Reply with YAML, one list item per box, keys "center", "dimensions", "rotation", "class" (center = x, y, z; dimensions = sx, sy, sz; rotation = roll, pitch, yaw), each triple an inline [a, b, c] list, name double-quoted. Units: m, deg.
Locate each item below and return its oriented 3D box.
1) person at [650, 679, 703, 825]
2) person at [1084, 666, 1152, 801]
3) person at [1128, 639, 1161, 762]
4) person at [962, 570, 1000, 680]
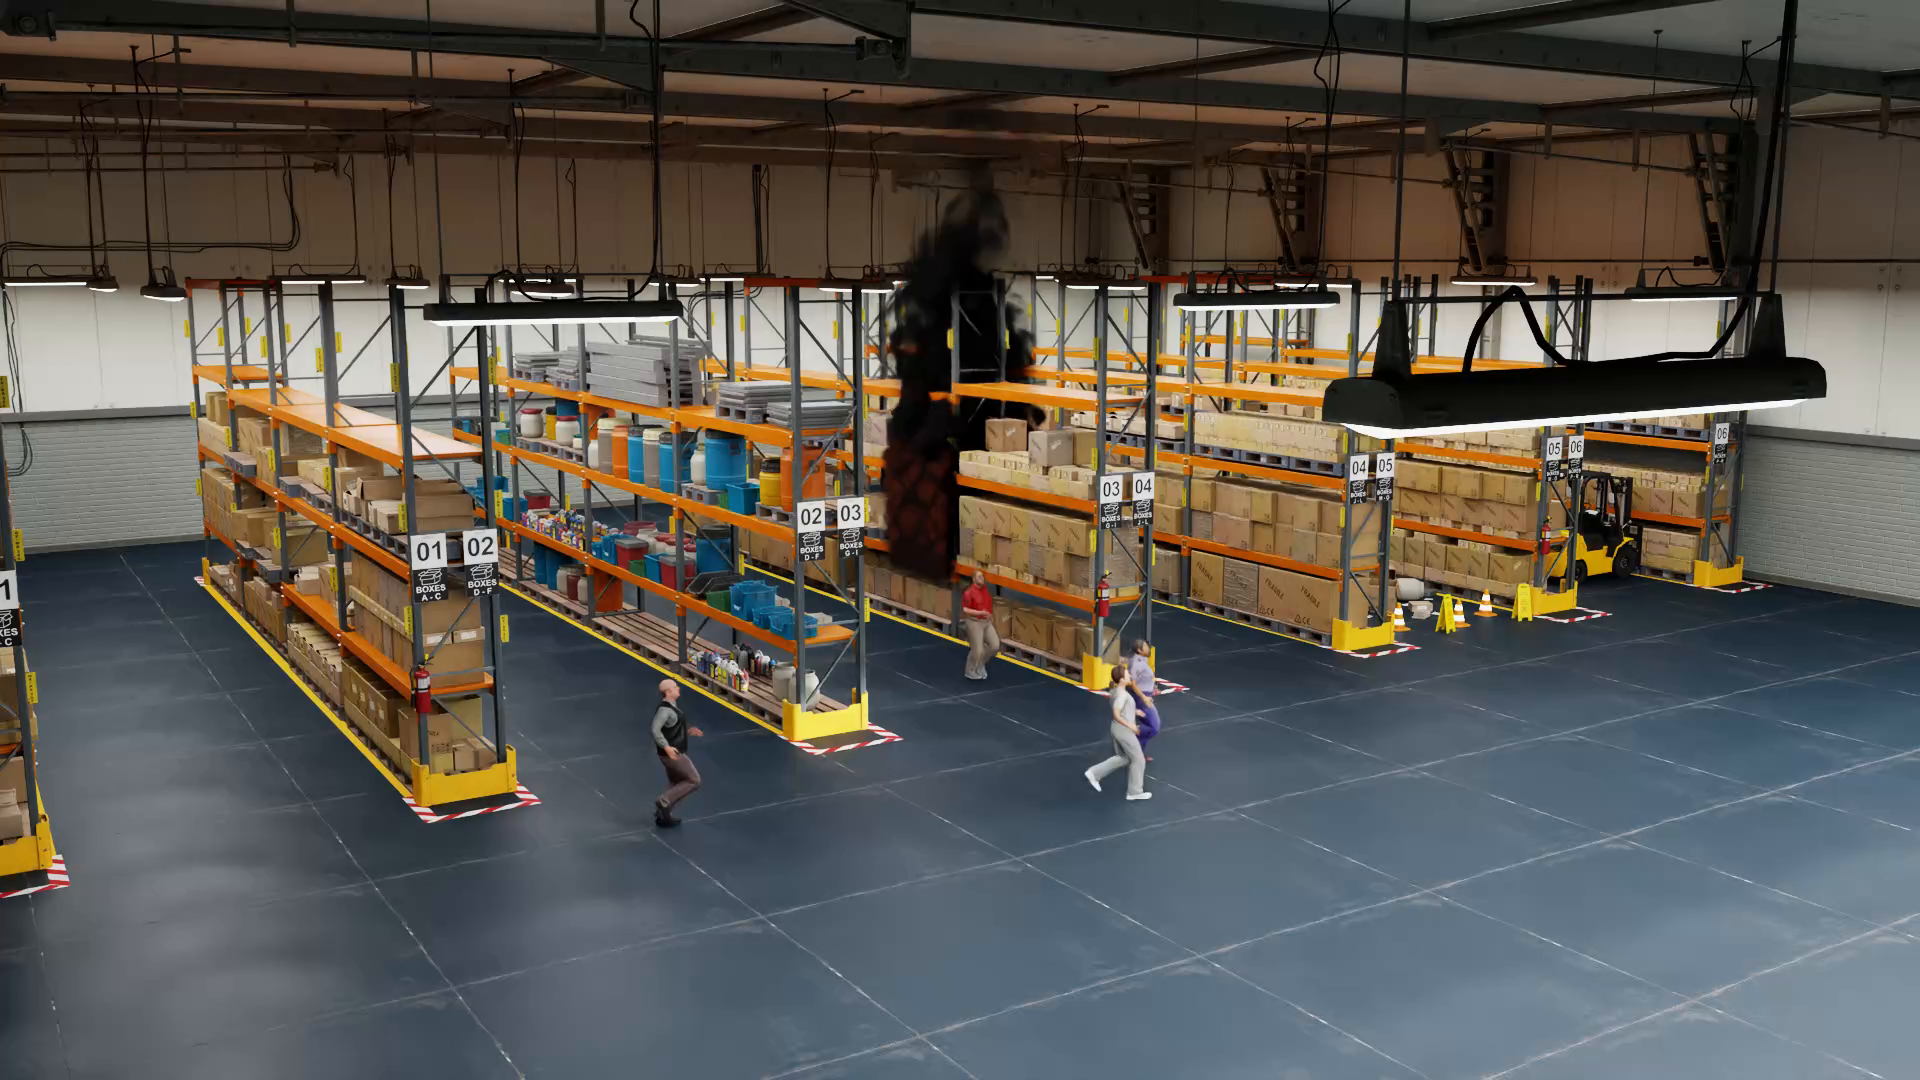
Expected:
- center: [-3.181, 2.389, 18.719]
  dimensions: [0.587, 1.680, 0.650]
  rotation: [-2, 10, -10]
  class: "person"
- center: [1.880, 2.274, 19.561]
  dimensions: [0.802, 1.635, 0.575]
  rotation: [-1, 10, -8]
  class: "person"
- center: [2.272, 2.045, 21.156]
  dimensions: [0.550, 1.596, 0.615]
  rotation: [0, 10, -1]
  class: "person"
- center: [0.342, 1.302, 25.131]
  dimensions: [0.640, 1.705, 0.645]
  rotation: [-9, 13, -43]
  class: "person"
